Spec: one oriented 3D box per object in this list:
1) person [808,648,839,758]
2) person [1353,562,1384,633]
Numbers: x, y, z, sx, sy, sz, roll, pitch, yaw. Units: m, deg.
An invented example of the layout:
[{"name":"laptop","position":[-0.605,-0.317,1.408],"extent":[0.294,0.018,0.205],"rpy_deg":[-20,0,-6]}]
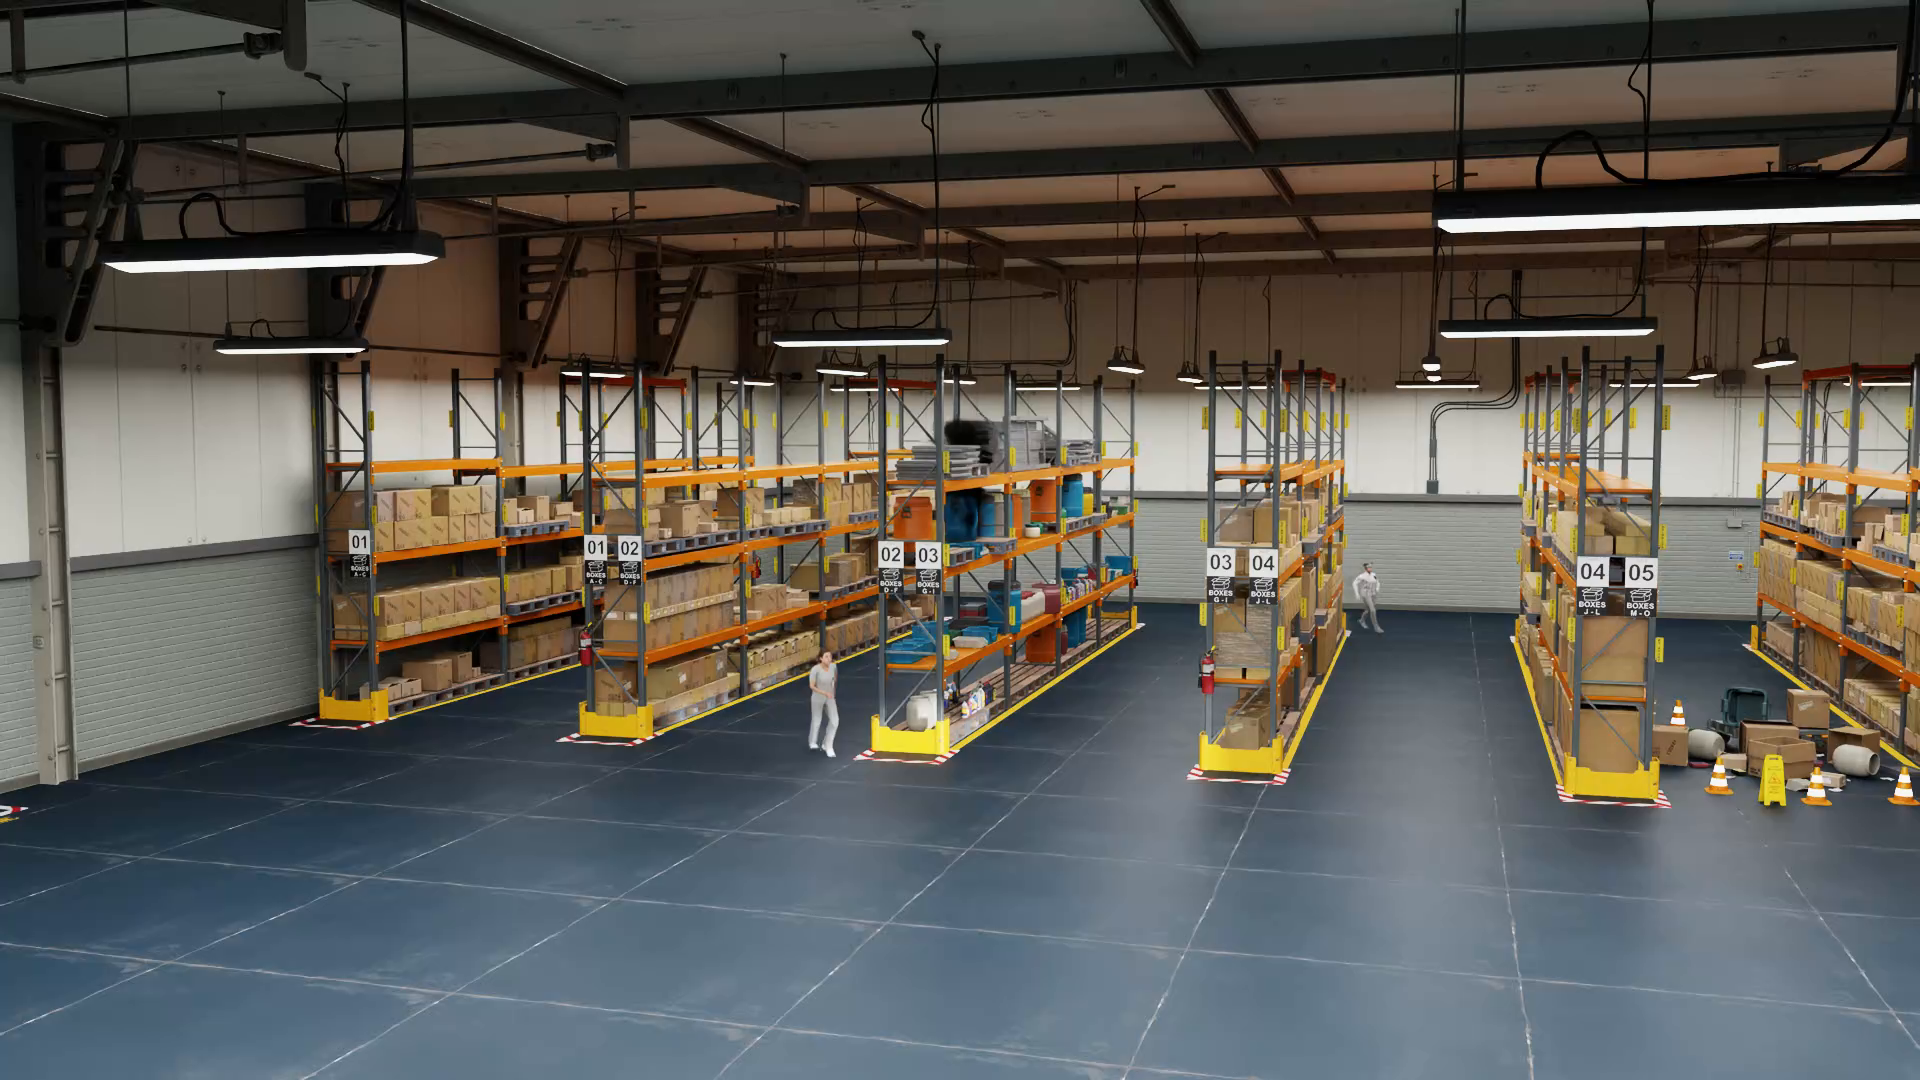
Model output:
[{"name":"person","position":[-2.050,2.415,24.923],"extent":[0.506,1.644,0.855],"rpy_deg":[-2,4,-21]},{"name":"person","position":[9.681,1.336,39.419],"extent":[0.657,1.664,0.851],"rpy_deg":[-3,5,-33]}]
